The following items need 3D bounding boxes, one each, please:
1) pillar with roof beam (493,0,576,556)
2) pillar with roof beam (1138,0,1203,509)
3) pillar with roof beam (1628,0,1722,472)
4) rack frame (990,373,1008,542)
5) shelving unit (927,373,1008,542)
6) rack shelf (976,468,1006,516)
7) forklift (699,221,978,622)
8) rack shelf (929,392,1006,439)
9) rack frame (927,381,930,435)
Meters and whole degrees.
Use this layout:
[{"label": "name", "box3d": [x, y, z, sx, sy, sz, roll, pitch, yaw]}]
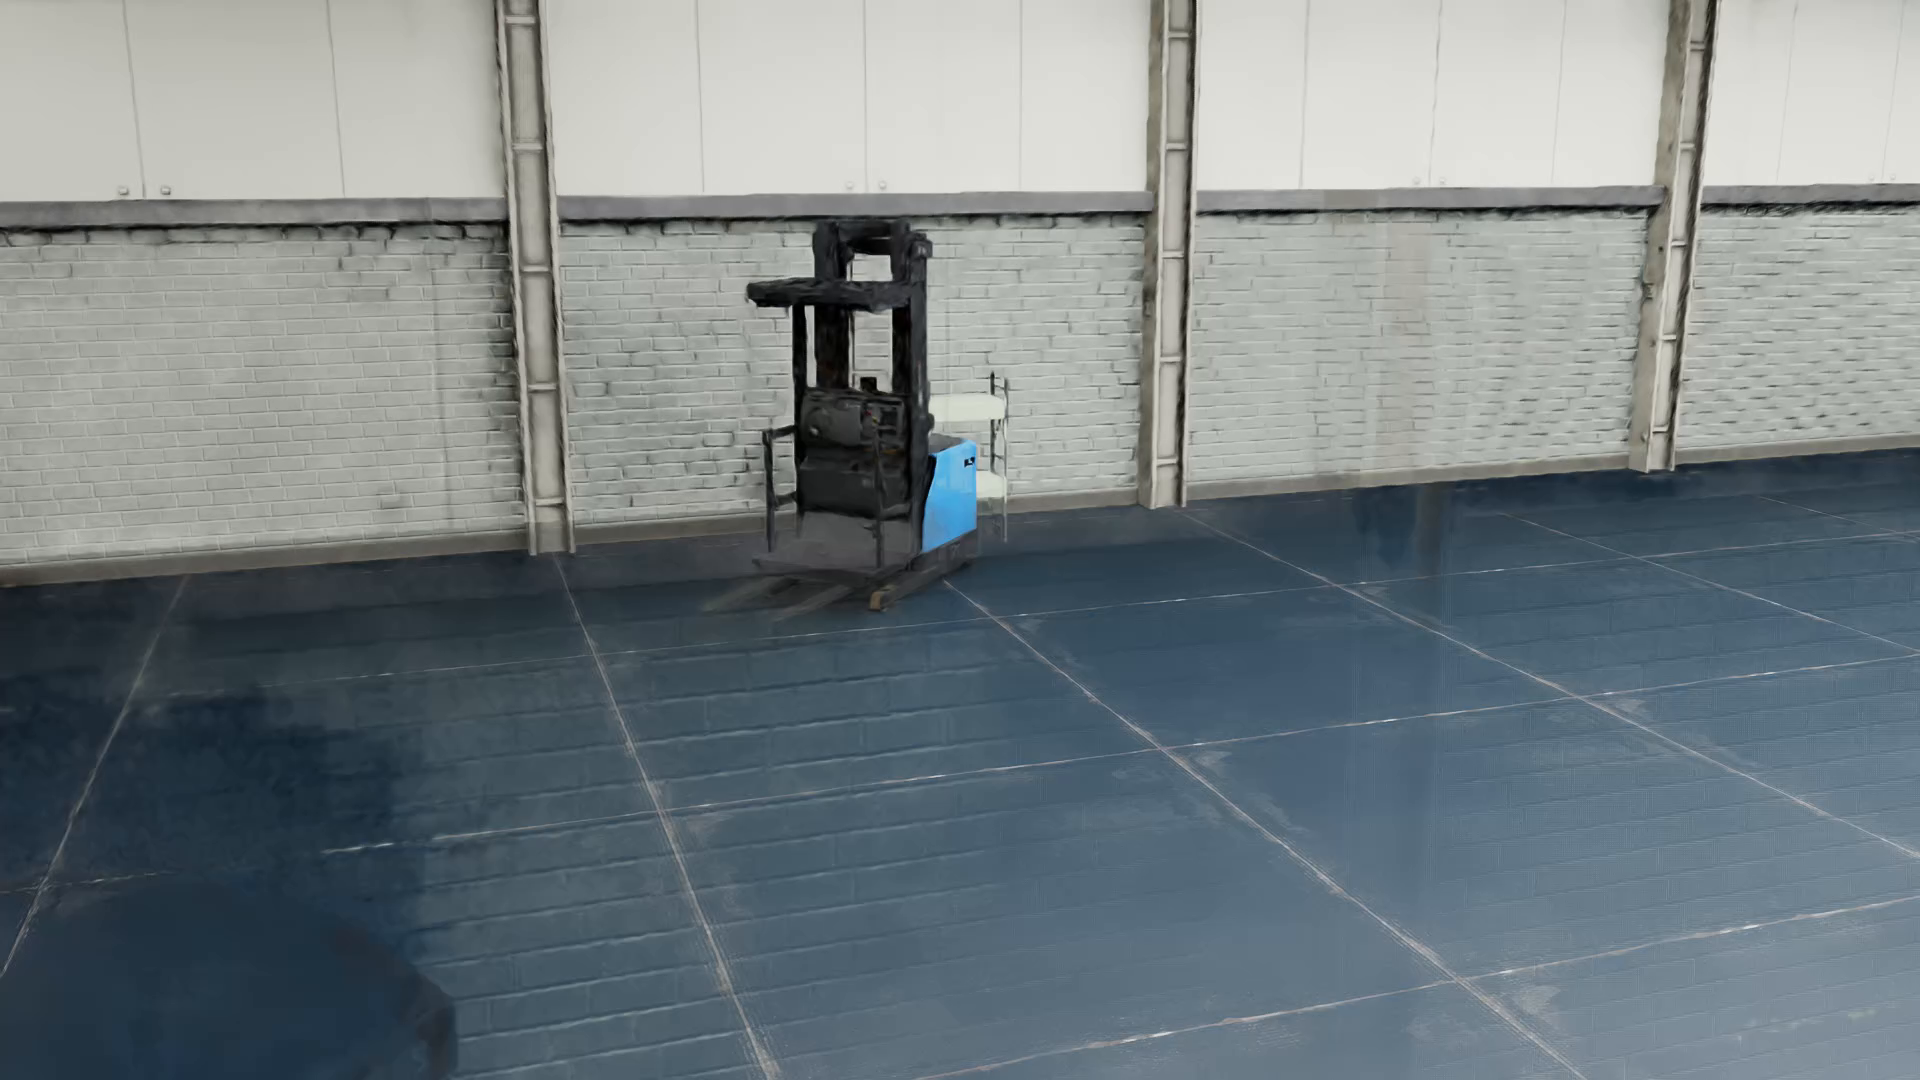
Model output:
[{"label": "pillar with roof beam", "box3d": [-2.281, -3.344, 9.861, 0.400, 9.000, 9.100, -4, 14, -18]}, {"label": "pillar with roof beam", "box3d": [3.406, -3.787, 11.723, 0.400, 9.000, 9.100, -4, 14, -18]}, {"label": "pillar with roof beam", "box3d": [9.092, -4.229, 13.585, 0.400, 9.000, 9.100, -4, 14, -18]}, {"label": "rack frame", "box3d": [0.353, -0.757, 15.192, 0.023, 1.500, 0.400, -4, 14, -18]}, {"label": "shelving unit", "box3d": [0.006, -0.730, 15.079, 0.755, 1.500, 0.431, -4, 14, -18]}, {"label": "rack shelf", "box3d": [0.006, -0.413, 15.154, 0.720, 0.370, 0.431, -4, 14, -18]}, {"label": "forklift", "box3d": [-0.945, -0.980, 13.035, 1.130, 2.935, 3.031, 6, 15, 25]}, {"label": "rack shelf", "box3d": [0.006, -1.110, 14.988, 0.720, 0.370, 0.431, -4, 14, -18]}, {"label": "rack frame", "box3d": [-0.341, -0.703, 14.965, 0.023, 1.500, 0.400, -4, 14, -18]}]
